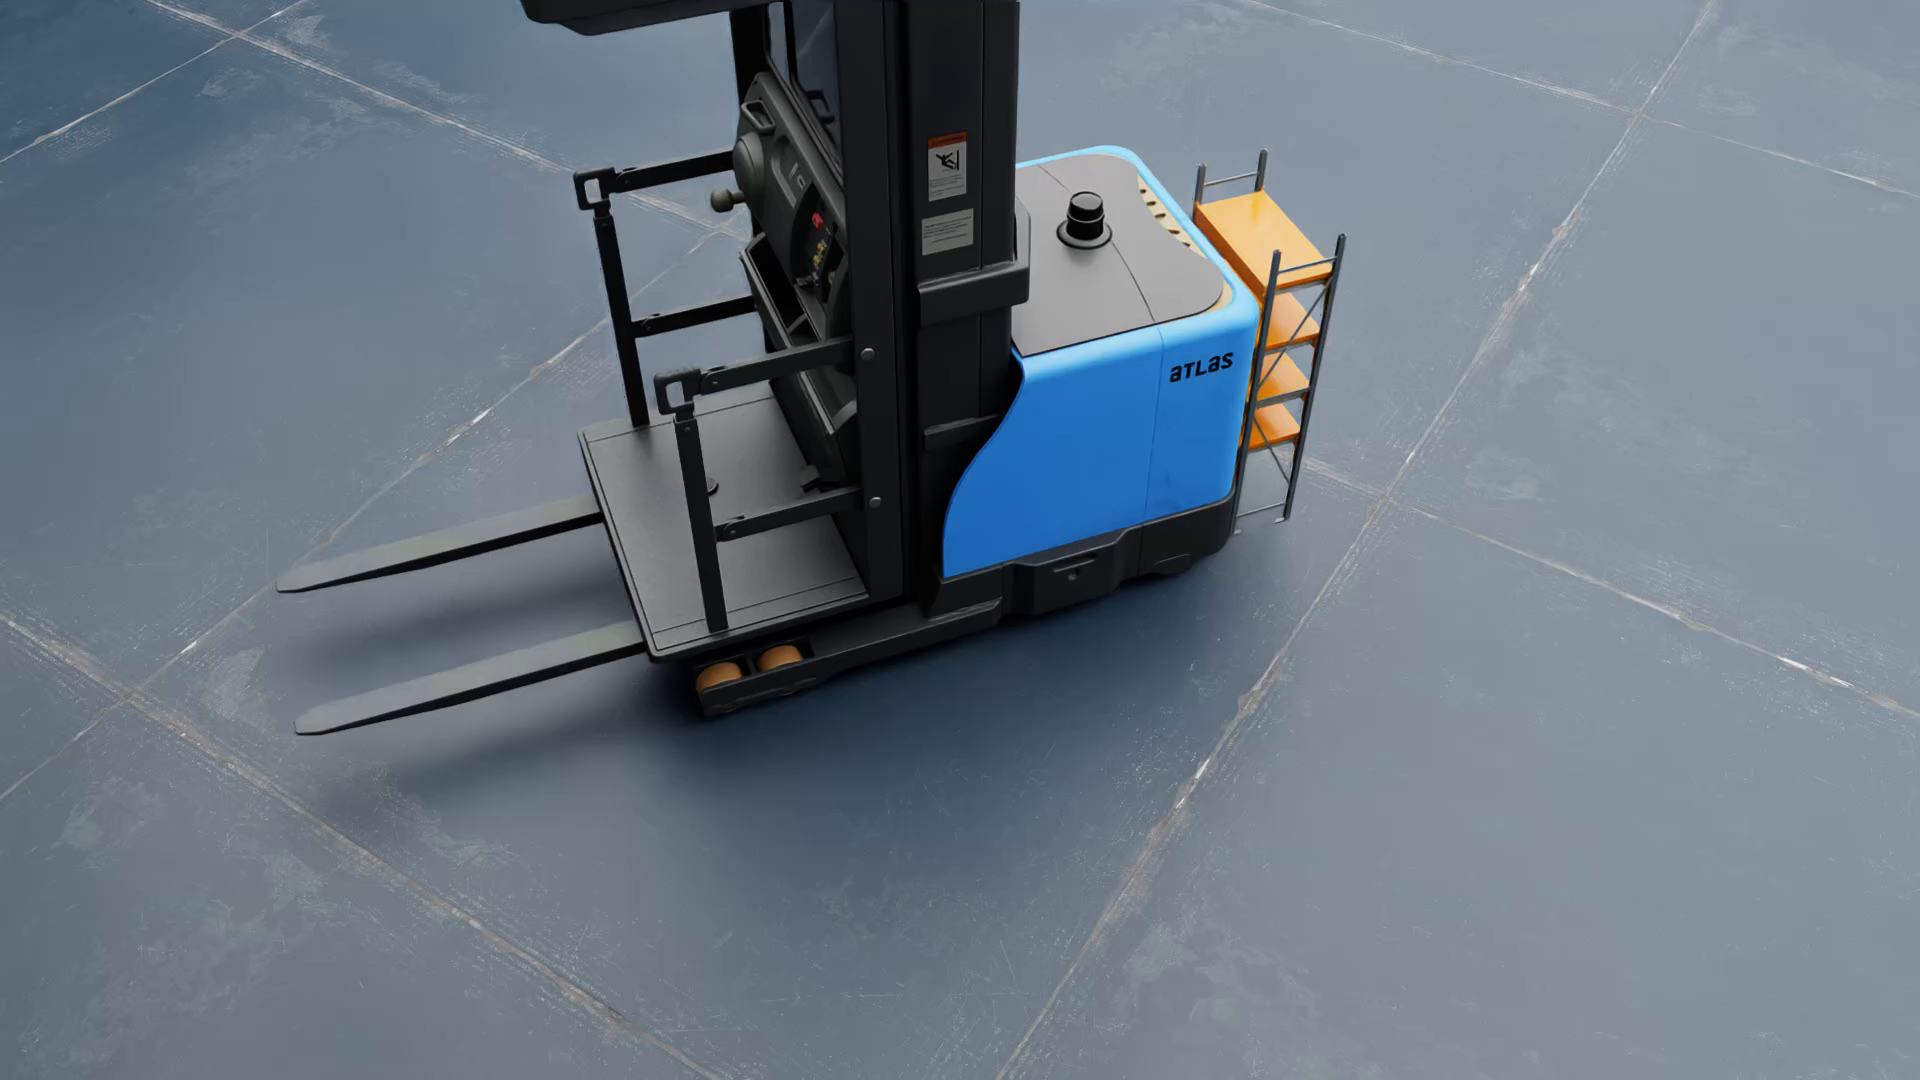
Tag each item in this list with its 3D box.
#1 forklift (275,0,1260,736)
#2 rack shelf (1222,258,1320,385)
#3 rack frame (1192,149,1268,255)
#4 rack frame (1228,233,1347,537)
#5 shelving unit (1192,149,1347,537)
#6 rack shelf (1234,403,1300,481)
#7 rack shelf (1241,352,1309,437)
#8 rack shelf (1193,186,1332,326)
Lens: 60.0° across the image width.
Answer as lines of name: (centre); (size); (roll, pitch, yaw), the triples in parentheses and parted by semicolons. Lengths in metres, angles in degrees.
forklift: (-0.658, -0.908, 4.589); (3.031, 2.935, 1.130); (-15, 48, -15)
rack shelf: (0.952, -0.736, 5.410); (0.258, 0.148, 0.480); (-15, 48, -15)
rack frame: (0.864, -0.790, 5.681); (0.240, 1.200, 0.015); (-15, 48, -15)
rack frame: (1.039, -0.463, 5.363); (0.240, 1.200, 0.015); (-15, 48, -15)
shelving unit: (0.951, -0.627, 5.522); (0.258, 1.200, 0.503); (-15, 48, -15)
rack shelf: (0.951, -0.441, 5.713); (0.258, 0.148, 0.480); (-15, 48, -15)
rack shelf: (0.951, -0.580, 5.570); (0.258, 0.148, 0.480); (-15, 48, -15)
rack shelf: (0.952, -0.901, 5.240); (0.258, 0.148, 0.480); (-15, 48, -15)
